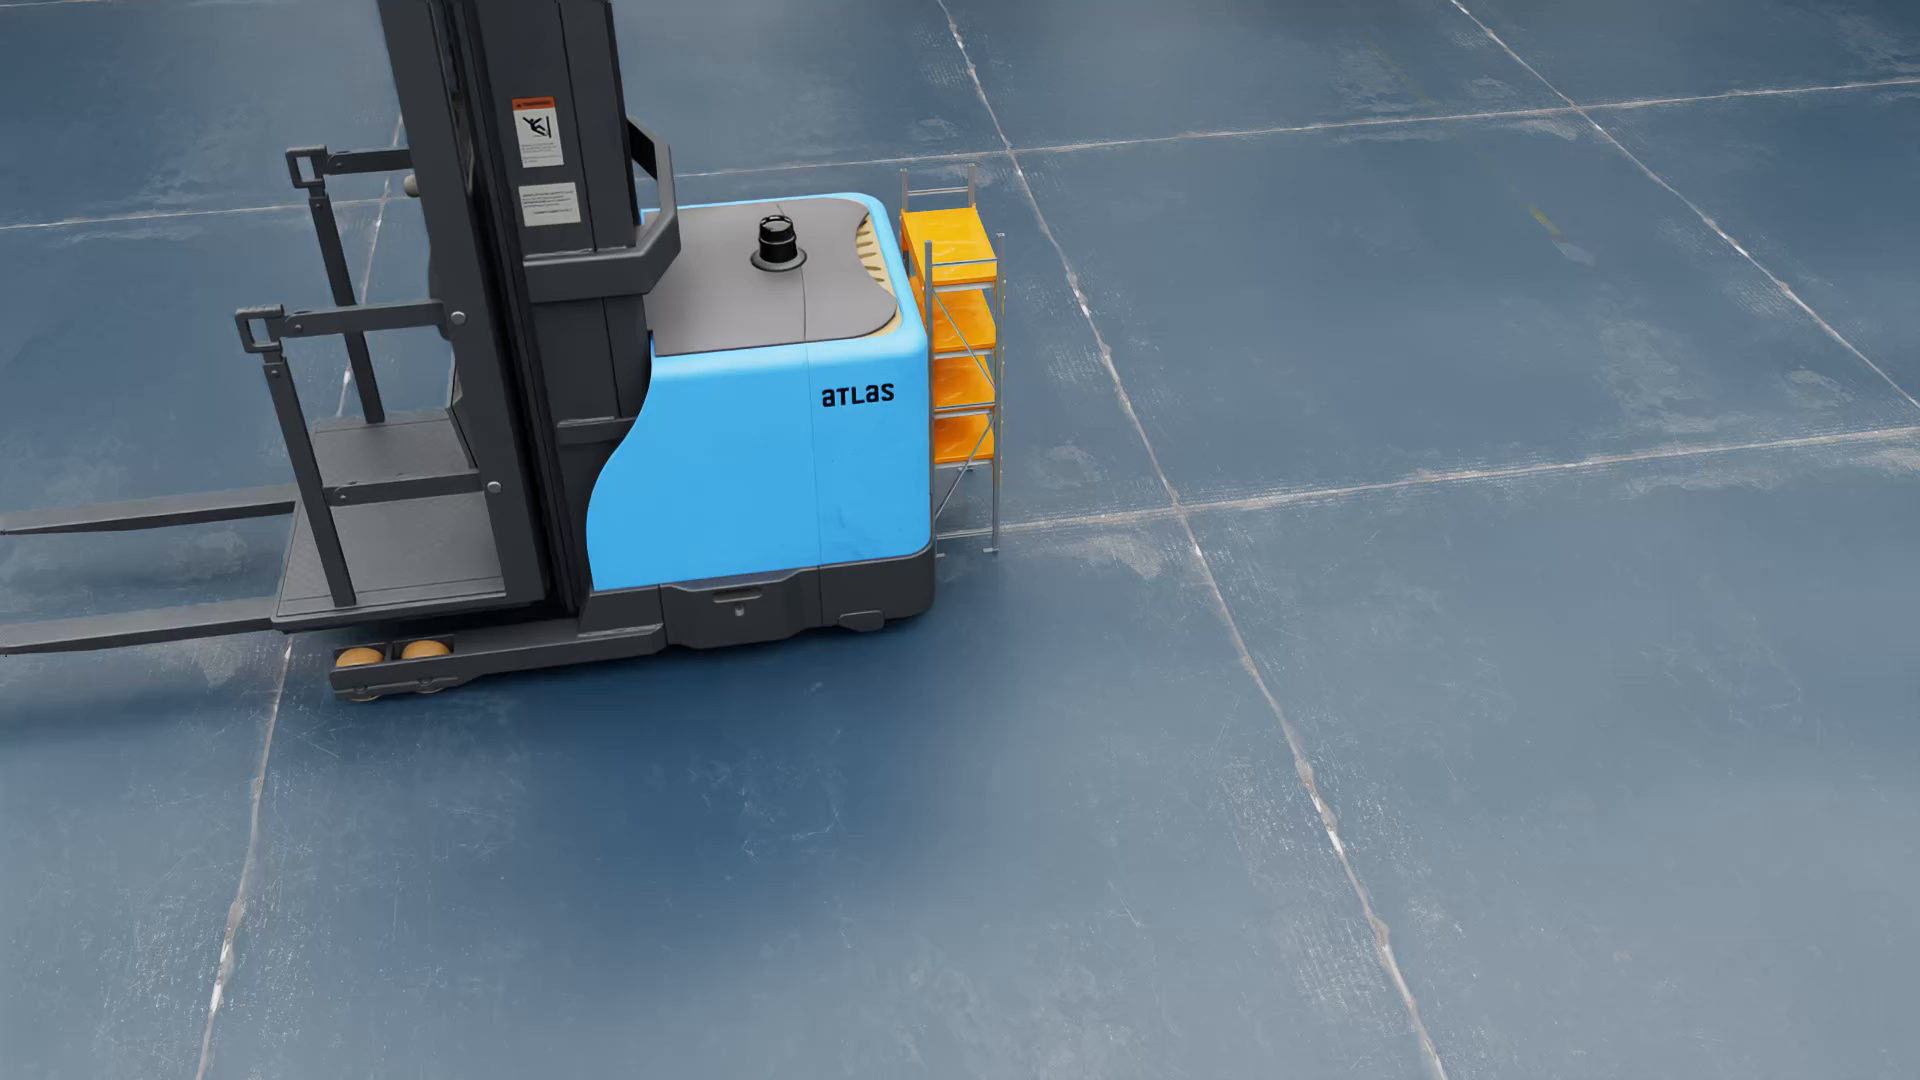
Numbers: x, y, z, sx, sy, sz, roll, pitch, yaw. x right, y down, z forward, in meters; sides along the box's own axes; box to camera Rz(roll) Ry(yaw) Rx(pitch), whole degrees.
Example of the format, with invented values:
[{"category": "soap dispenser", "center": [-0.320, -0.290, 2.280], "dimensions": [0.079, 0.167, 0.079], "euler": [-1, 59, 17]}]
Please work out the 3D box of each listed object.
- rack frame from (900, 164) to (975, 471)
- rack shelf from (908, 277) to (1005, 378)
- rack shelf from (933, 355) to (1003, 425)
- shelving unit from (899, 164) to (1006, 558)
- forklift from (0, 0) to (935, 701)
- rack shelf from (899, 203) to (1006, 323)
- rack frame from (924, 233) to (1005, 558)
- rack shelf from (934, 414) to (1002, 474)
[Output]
[{"category": "rack frame", "center": [-0.072, -0.721, 5.700], "dimensions": [0.240, 1.200, 0.015], "euler": [-6, 38, -8]}, {"category": "rack shelf", "center": [-0.029, -0.697, 5.415], "dimensions": [0.258, 0.148, 0.480], "euler": [-6, 38, -8]}, {"category": "rack shelf", "center": [-0.029, -0.521, 5.552], "dimensions": [0.258, 0.148, 0.480], "euler": [-6, 38, -8]}, {"category": "shelving unit", "center": [-0.029, -0.574, 5.511], "dimensions": [0.258, 1.200, 0.503], "euler": [-6, 38, -8]}, {"category": "forklift", "center": [-1.648, -1.014, 4.666], "dimensions": [3.031, 2.935, 1.130], "euler": [-6, 38, -8]}, {"category": "rack shelf", "center": [-0.029, -0.884, 5.270], "dimensions": [0.258, 0.148, 0.480], "euler": [-6, 38, -8]}, {"category": "rack frame", "center": [0.014, -0.426, 5.321], "dimensions": [0.240, 1.200, 0.015], "euler": [-6, 38, -8]}, {"category": "rack shelf", "center": [-0.029, -0.364, 5.674], "dimensions": [0.258, 0.148, 0.480], "euler": [-6, 38, -8]}]
